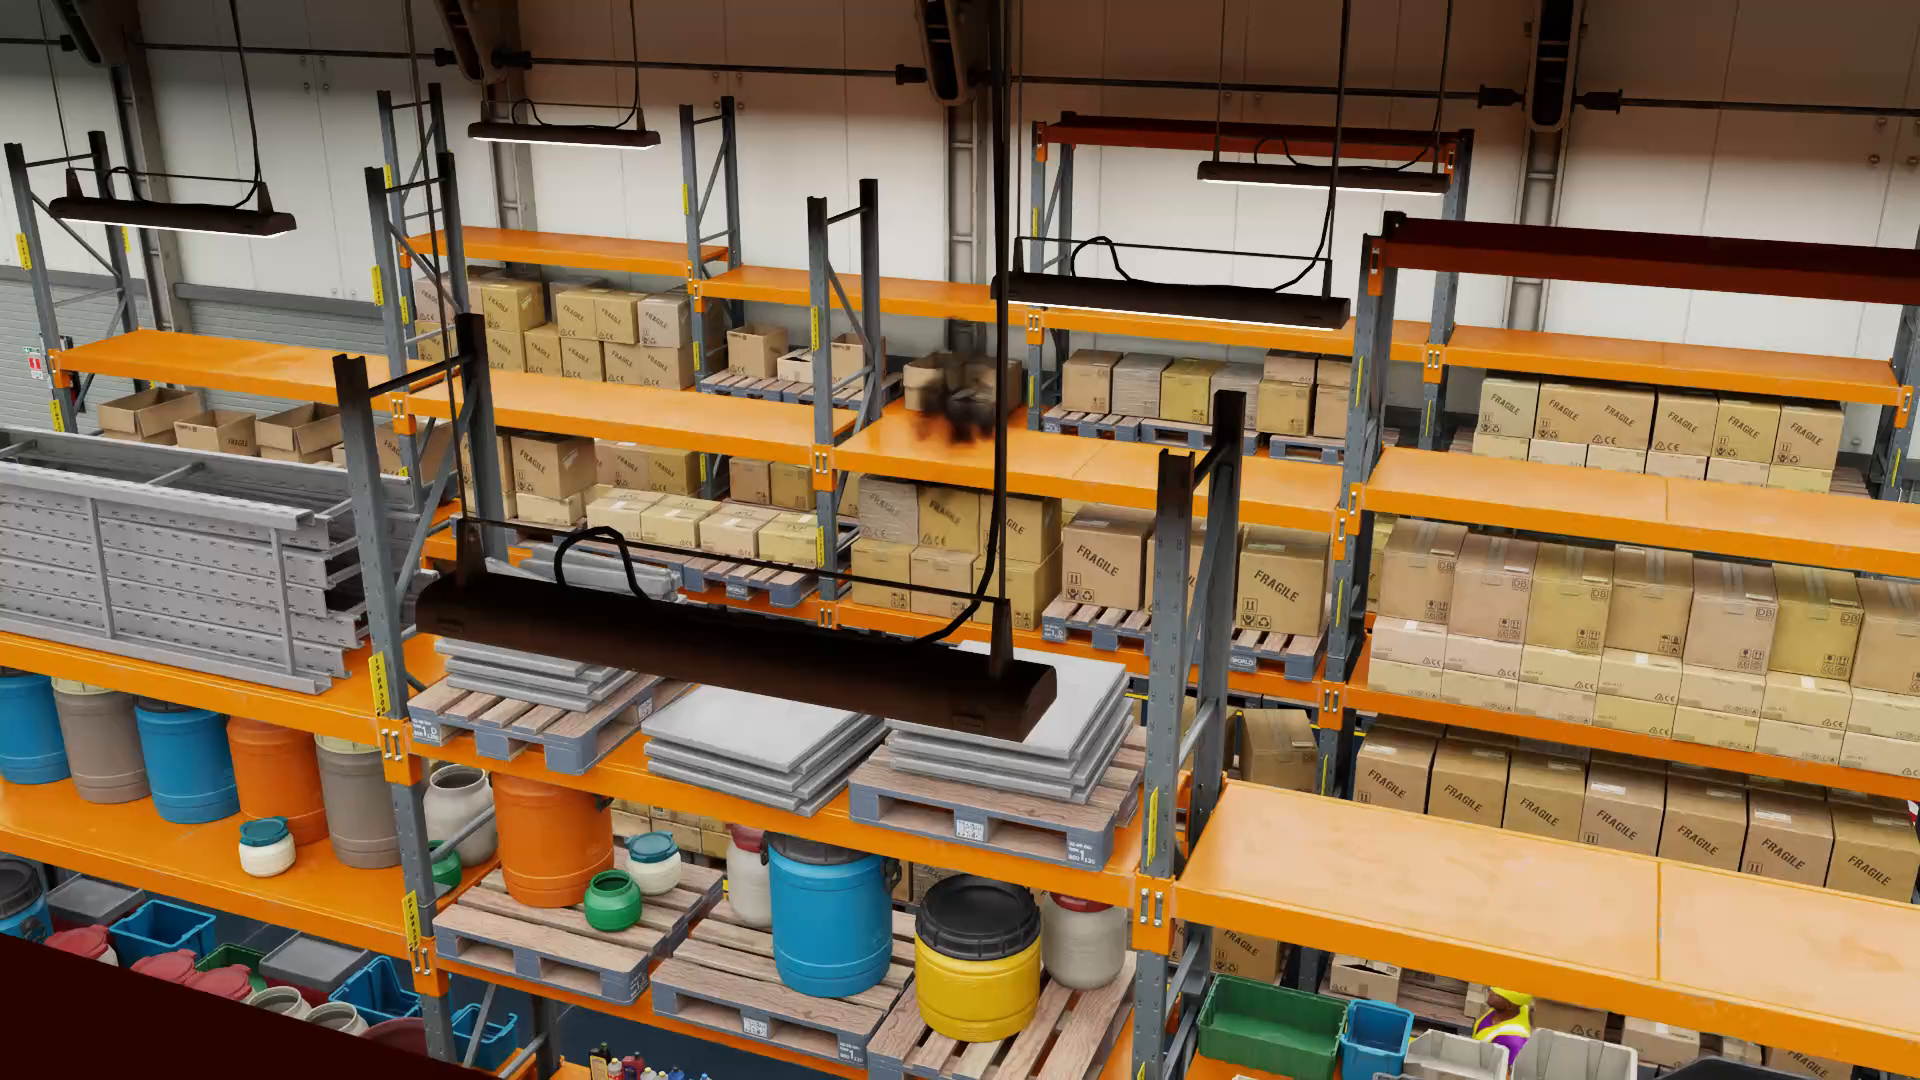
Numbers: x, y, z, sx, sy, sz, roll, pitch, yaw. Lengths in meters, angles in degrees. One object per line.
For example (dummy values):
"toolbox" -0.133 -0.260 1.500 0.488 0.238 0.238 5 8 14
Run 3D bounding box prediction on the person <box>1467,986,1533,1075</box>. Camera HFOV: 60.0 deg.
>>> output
"person" 3.471 3.523 10.724 0.694 1.723 0.704 5 21 14
